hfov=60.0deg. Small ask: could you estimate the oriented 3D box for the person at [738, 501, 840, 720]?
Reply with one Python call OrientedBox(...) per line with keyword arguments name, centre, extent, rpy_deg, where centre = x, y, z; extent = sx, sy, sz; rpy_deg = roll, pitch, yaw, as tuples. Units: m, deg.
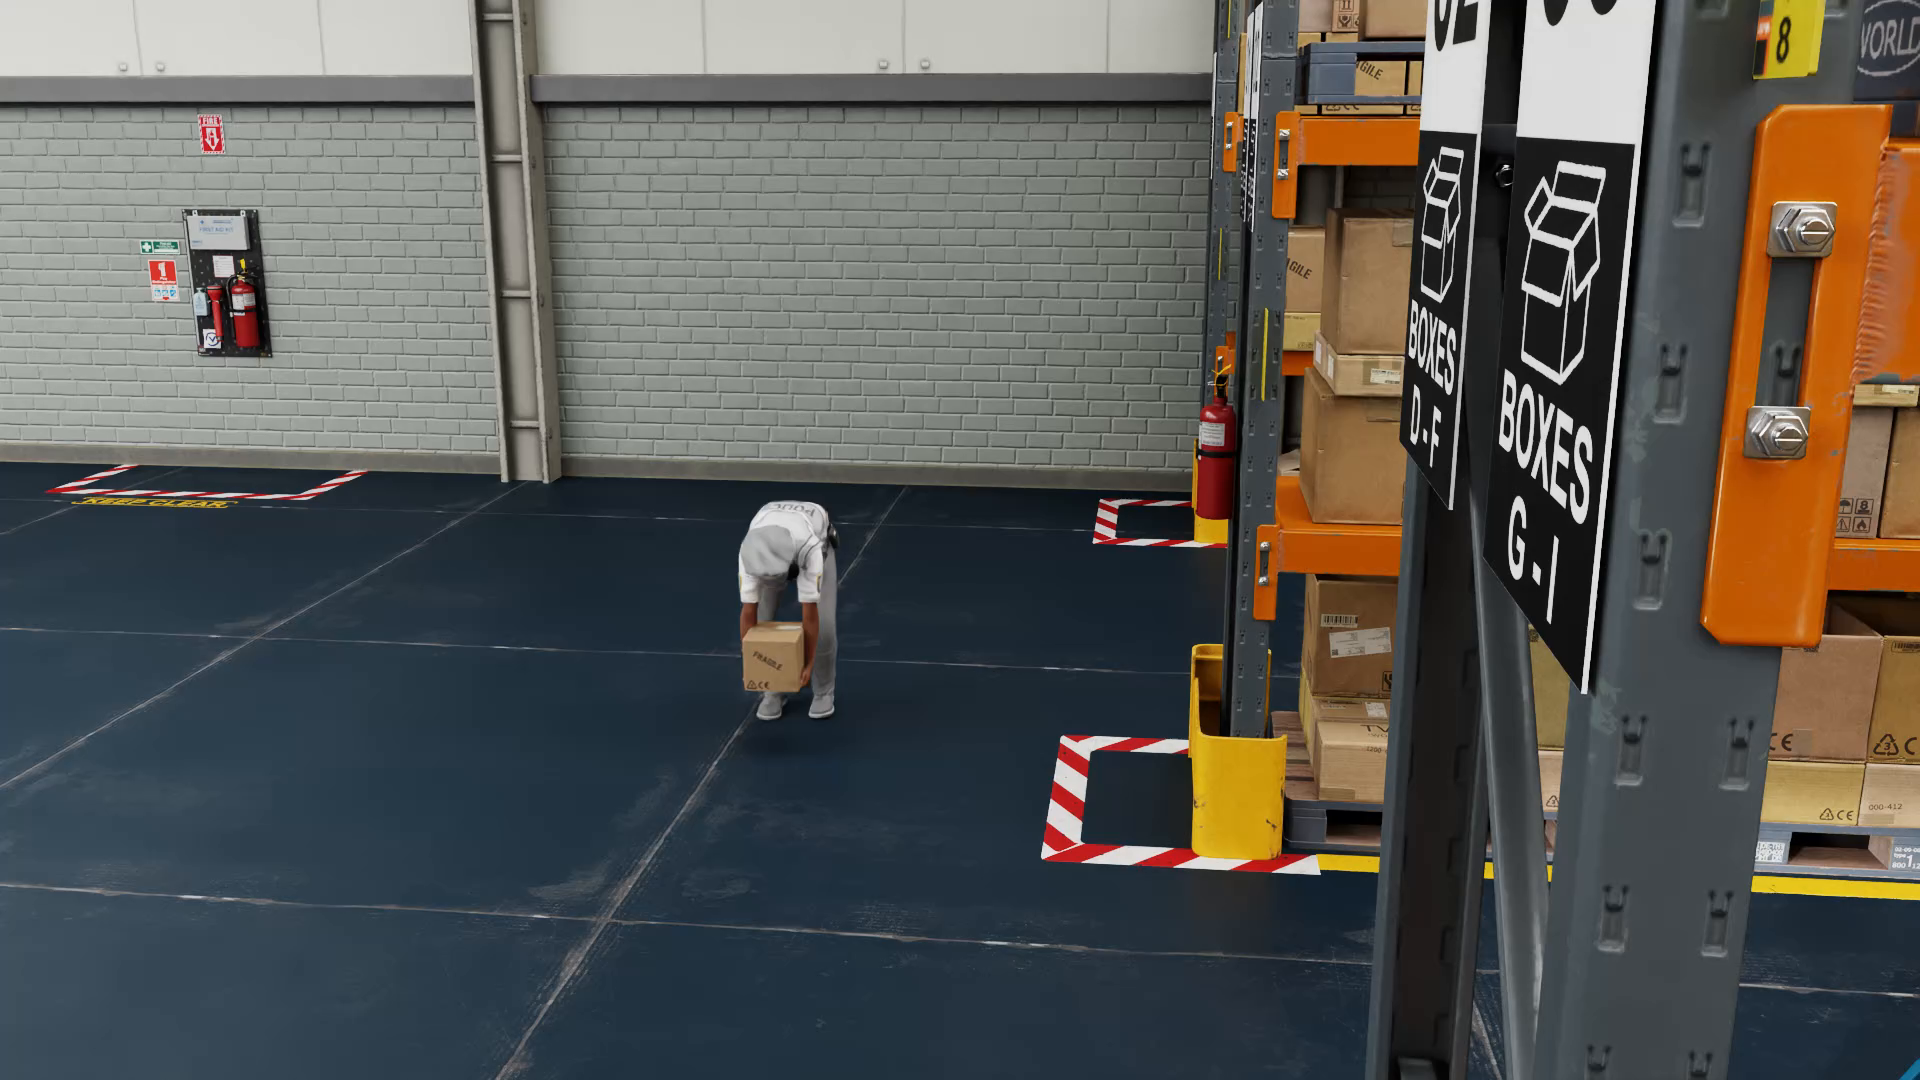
OrientedBox(name="person", centre=(-0.811, 0.370, 7.790), extent=(0.423, 1.060, 0.942), rpy_deg=(1, 14, 4))
